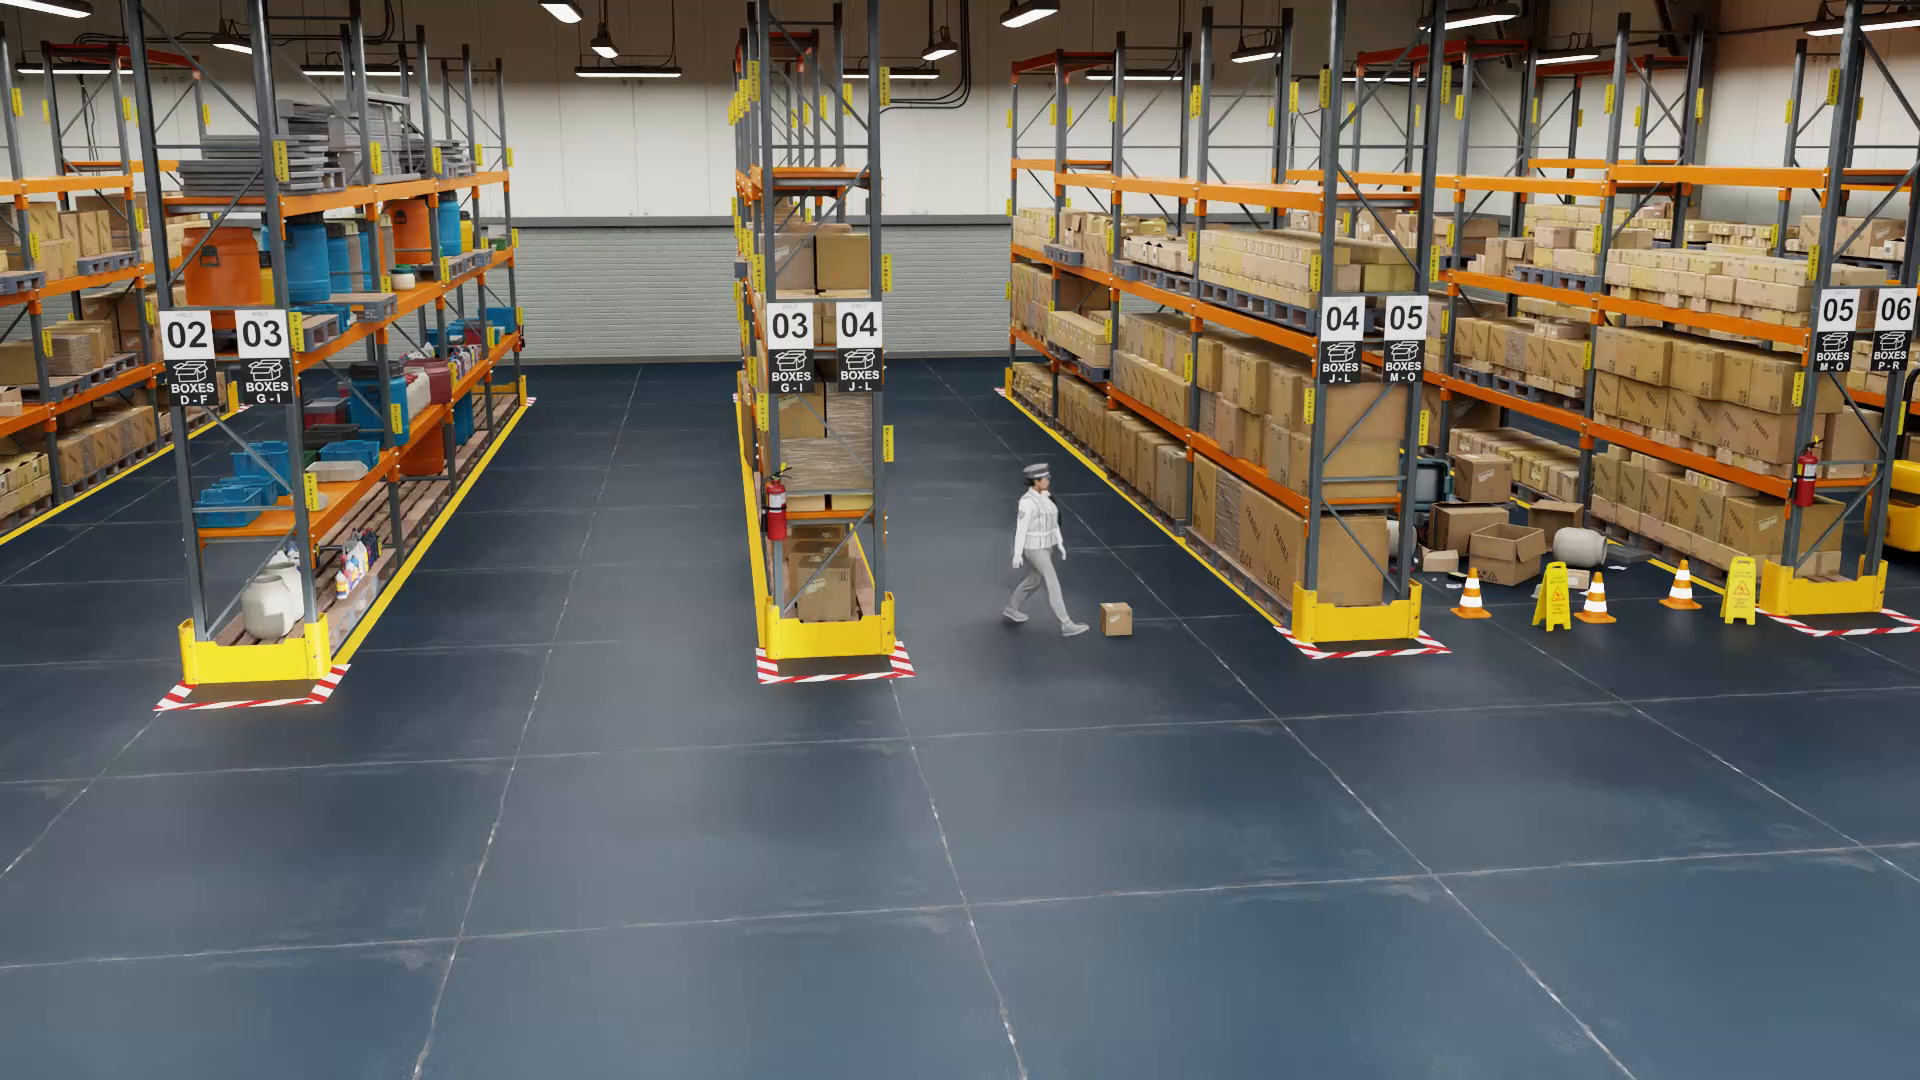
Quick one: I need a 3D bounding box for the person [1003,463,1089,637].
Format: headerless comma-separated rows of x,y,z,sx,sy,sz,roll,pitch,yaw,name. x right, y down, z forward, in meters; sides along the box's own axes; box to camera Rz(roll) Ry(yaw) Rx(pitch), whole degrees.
0.822,0.066,15.722,1.028,1.609,0.510,7,15,28,person
